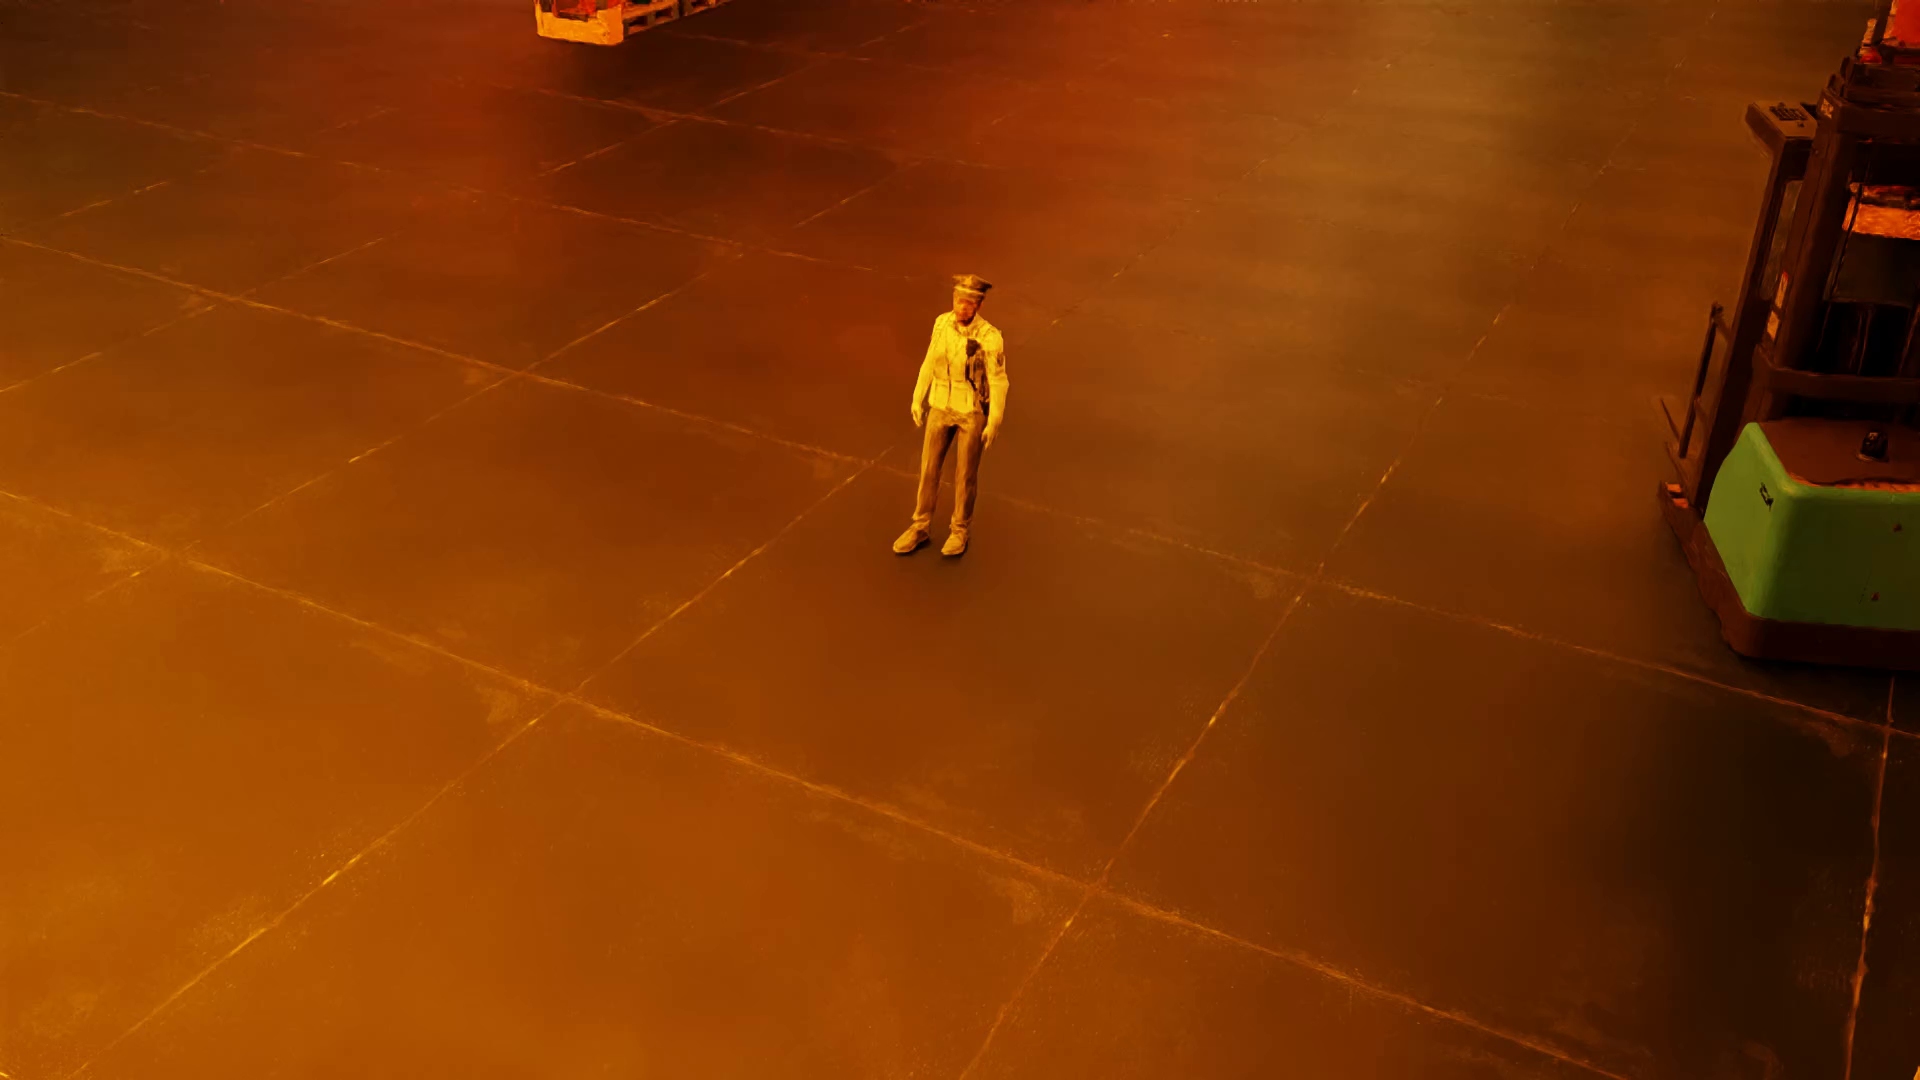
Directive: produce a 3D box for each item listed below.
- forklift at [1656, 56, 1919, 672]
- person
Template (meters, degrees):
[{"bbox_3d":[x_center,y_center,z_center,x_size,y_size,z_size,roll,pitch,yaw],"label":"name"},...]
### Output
[{"bbox_3d":[4.856,-1.297,9.318,1.130,2.935,3.031,4,30,8],"label":"forklift"},{"bbox_3d":[-0.039,-0.713,9.527,0.586,1.695,0.533,15,33,25],"label":"person"}]
